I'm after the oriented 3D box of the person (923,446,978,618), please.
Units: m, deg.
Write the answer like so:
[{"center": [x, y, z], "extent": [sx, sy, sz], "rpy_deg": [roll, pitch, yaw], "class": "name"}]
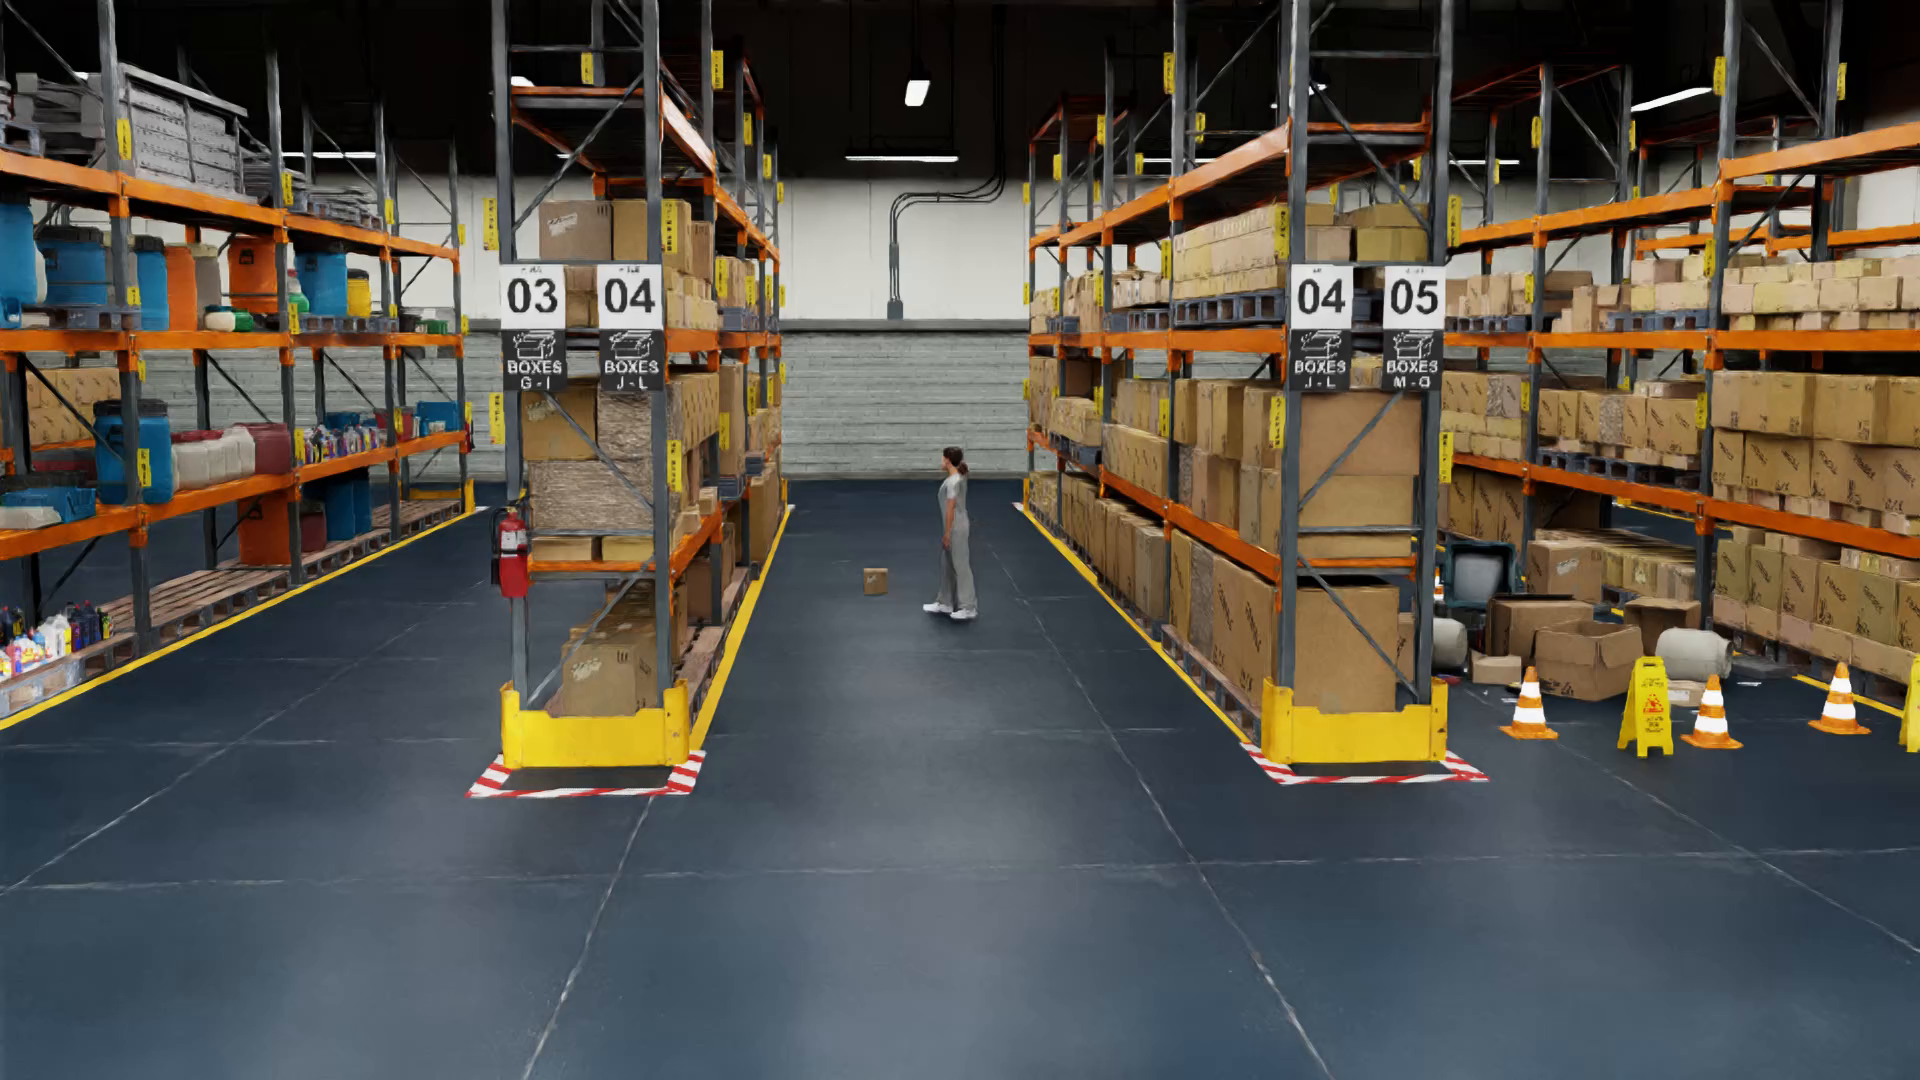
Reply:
[{"center": [-0.097, -0.093, 16.321], "extent": [0.569, 1.667, 0.577], "rpy_deg": [1, 7, 4], "class": "person"}]
